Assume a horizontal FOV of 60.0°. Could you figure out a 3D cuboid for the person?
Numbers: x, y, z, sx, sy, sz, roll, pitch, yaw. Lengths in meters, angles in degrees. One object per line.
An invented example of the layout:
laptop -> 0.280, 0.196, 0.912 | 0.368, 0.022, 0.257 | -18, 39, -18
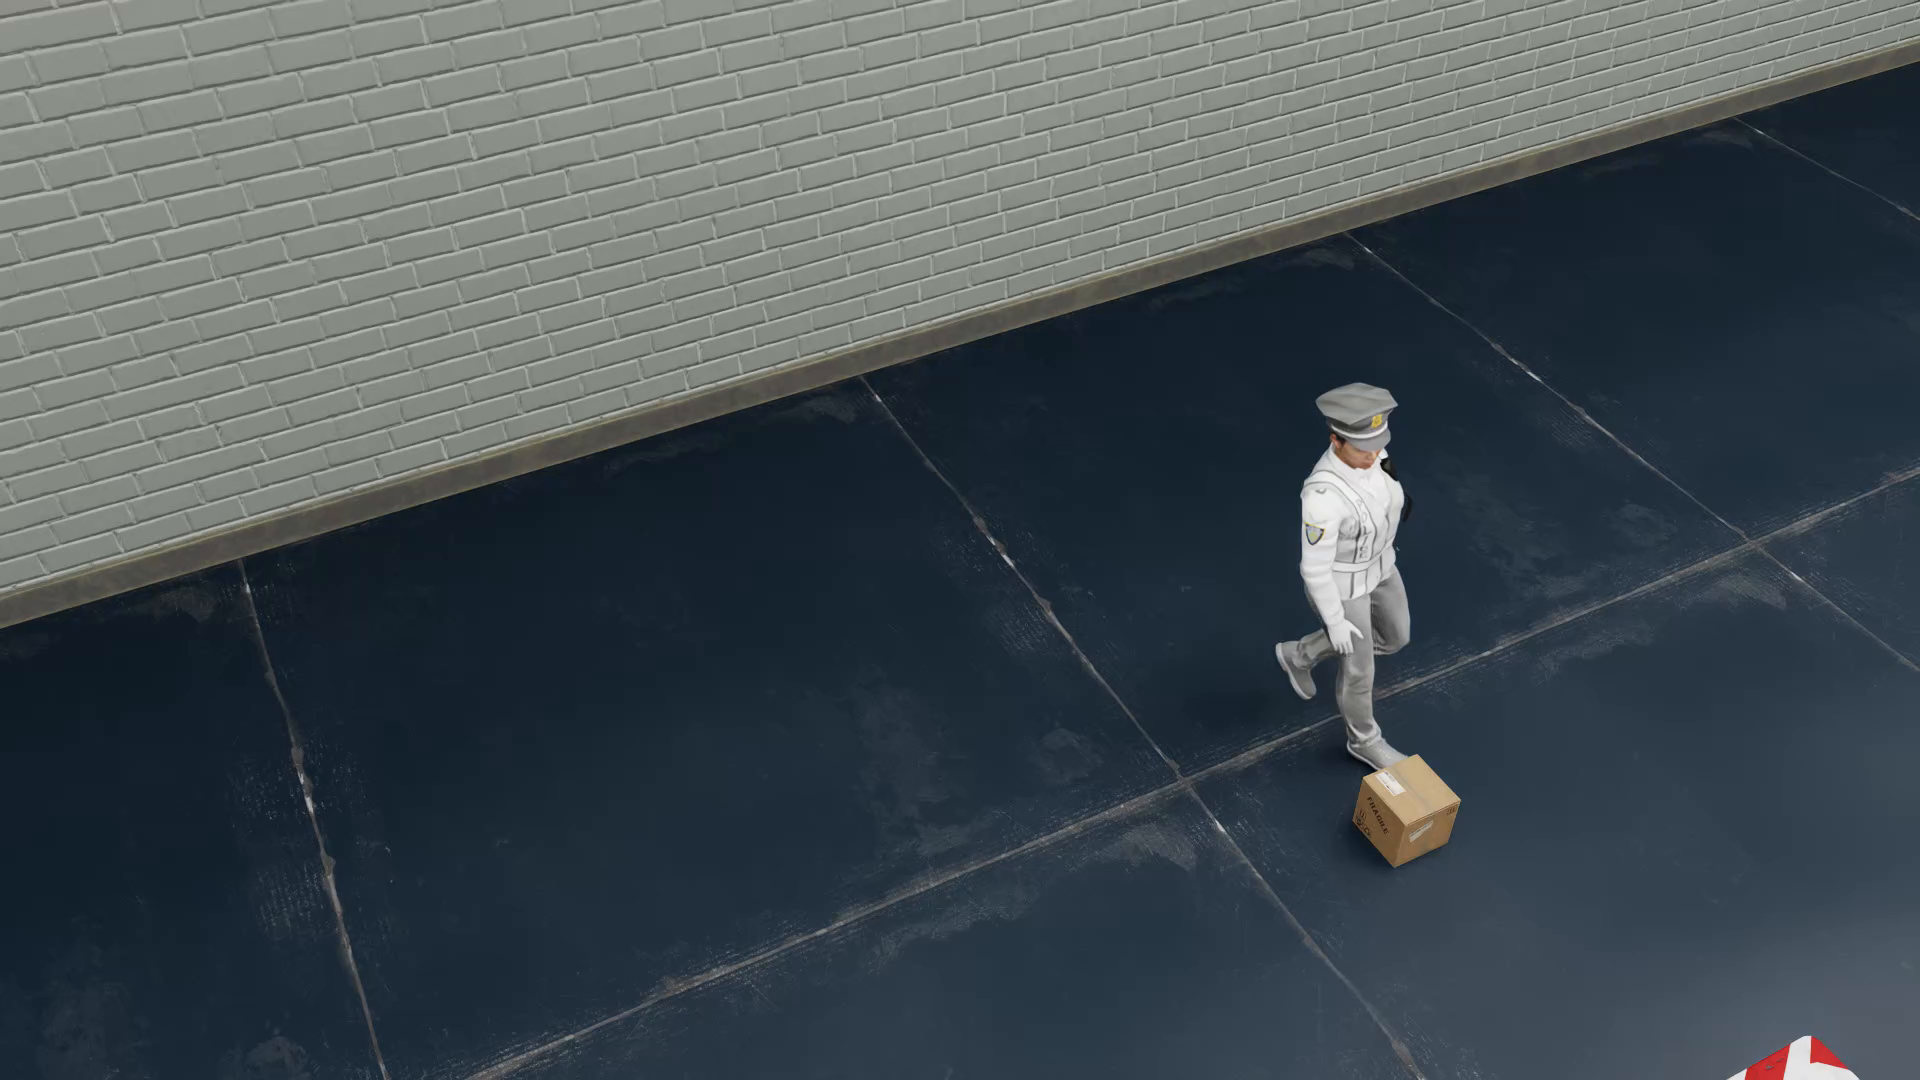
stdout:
person -> 1.463, 0.172, 5.946 | 0.667, 1.653, 0.550 | 26, 48, 27
